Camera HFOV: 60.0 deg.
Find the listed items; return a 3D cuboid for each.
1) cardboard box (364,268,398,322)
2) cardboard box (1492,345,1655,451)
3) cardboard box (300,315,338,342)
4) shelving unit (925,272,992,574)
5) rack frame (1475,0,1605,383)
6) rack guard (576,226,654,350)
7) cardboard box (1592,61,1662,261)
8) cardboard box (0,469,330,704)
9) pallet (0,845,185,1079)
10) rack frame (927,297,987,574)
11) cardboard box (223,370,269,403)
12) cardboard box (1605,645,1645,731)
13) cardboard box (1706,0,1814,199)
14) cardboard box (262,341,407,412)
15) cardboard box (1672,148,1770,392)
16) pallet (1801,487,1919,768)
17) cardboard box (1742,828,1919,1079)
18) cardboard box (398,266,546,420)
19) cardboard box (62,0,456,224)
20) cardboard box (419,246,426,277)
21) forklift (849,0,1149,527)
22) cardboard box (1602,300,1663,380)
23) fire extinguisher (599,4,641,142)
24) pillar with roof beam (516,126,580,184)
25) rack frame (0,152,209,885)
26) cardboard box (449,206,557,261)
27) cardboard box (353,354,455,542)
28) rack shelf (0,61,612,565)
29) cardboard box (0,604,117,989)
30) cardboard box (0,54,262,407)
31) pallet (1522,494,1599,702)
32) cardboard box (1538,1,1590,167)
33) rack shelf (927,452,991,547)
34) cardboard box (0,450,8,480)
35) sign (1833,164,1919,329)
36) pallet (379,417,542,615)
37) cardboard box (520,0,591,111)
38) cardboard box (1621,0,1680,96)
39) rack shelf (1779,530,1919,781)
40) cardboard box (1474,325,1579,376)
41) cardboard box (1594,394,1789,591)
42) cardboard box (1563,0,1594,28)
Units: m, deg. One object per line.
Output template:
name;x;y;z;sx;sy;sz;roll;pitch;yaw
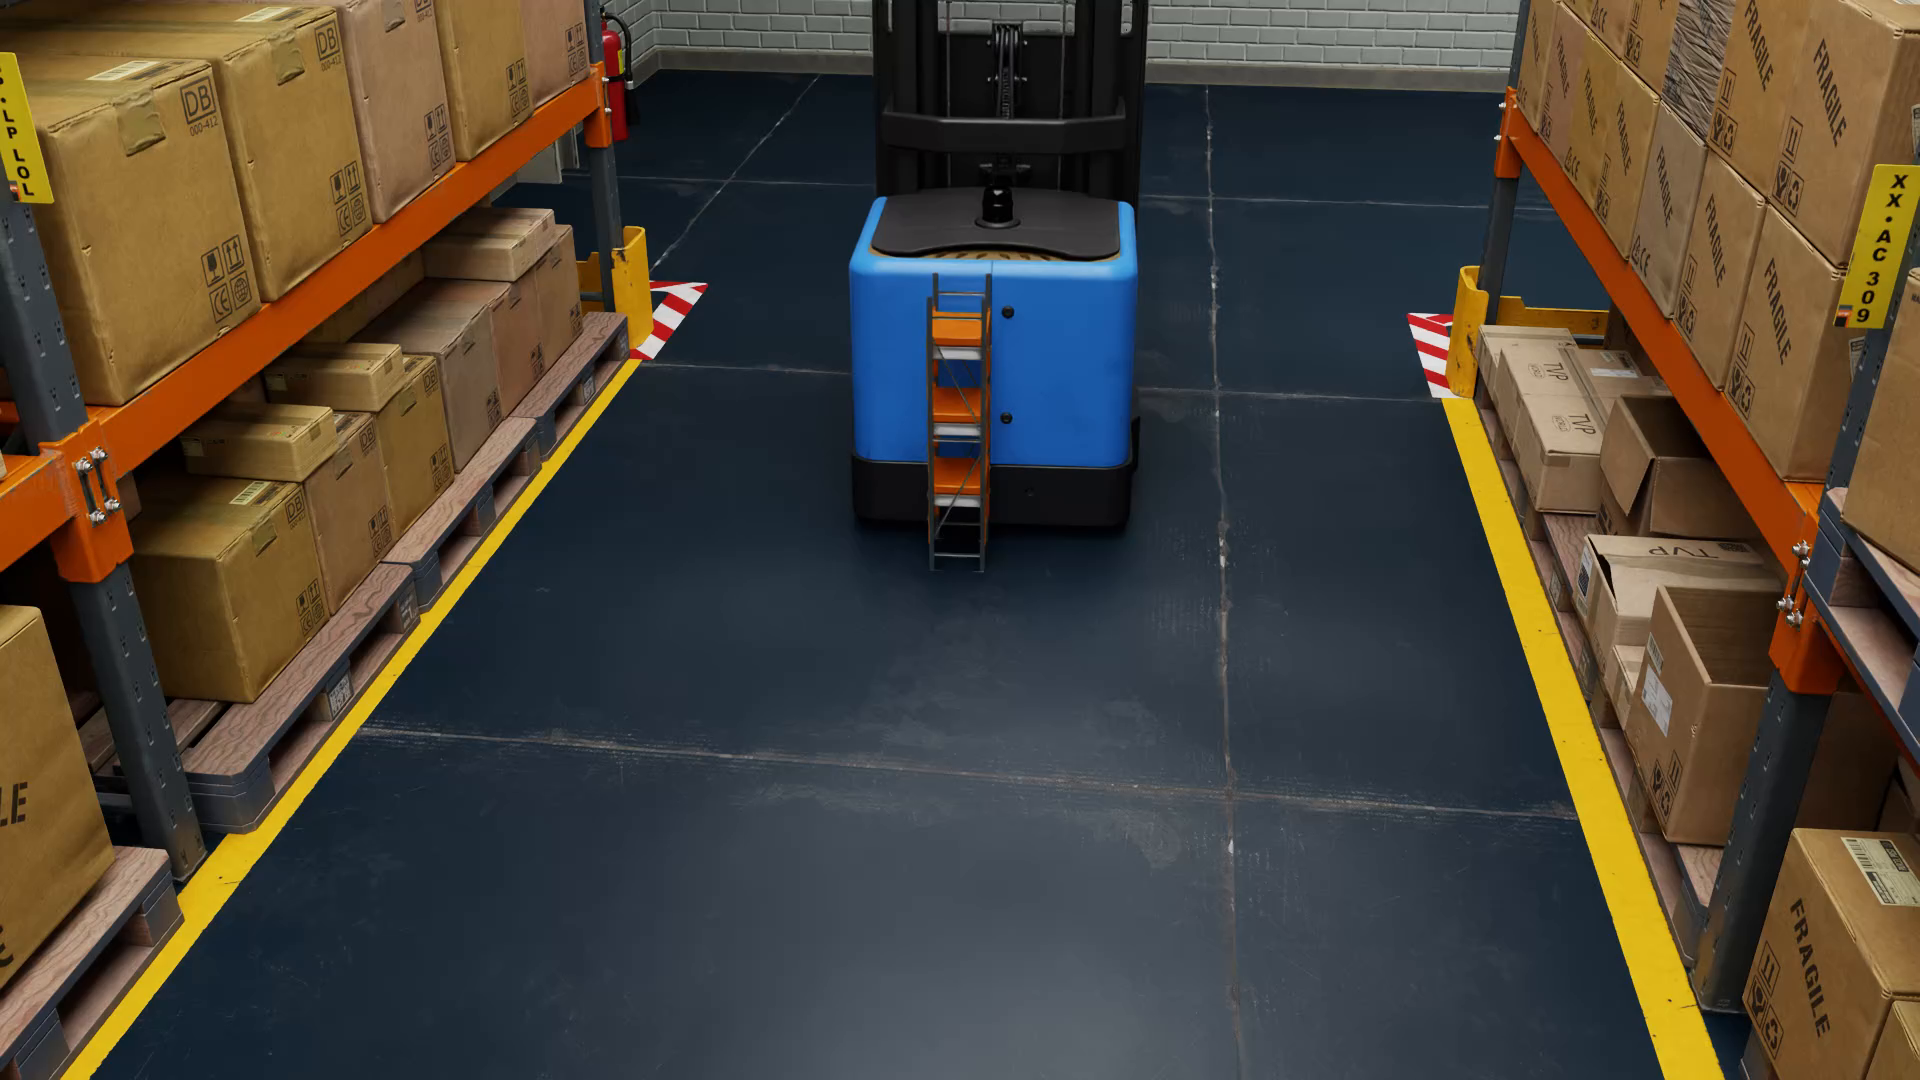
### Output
cardboard box;-2.394;-0.954;6.368;0.380;0.149;0.250;4;29;7
cardboard box;2.406;-0.548;6.539;0.500;0.250;0.500;3;28;6
cardboard box;-2.456;-0.714;5.922;0.380;0.149;0.250;3;28;5
shelving unit;-0.002;-0.402;5.889;0.215;1.050;0.252;2;28;4
rack frame;2.815;-2.039;6.873;1.000;3.000;0.127;3;28;6
rack guard;-2.099;-1.236;8.017;1.175;0.500;0.348;3;28;6
cardboard box;2.314;-1.175;5.163;0.500;0.500;0.500;4;29;7
cardboard box;-2.398;0.127;5.044;0.700;0.500;0.500;4;29;7
pallet;-2.611;1.153;3.888;1.003;0.211;1.213;3;28;6
rack frame;-0.011;-0.344;5.782;0.200;1.050;0.008;2;28;4
cardboard box;-2.519;-0.474;5.476;0.380;0.149;0.250;2;28;5
cardboard box;2.100;0.440;4.812;0.380;0.149;0.250;3;28;6
cardboard box;2.190;-1.135;4.034;0.500;0.500;0.500;3;28;5
cardboard box;-2.111;-0.555;5.626;0.380;0.149;0.250;3;28;5
cardboard box;2.194;-0.693;4.269;0.500;0.500;0.500;4;29;8
pallet;2.119;0.298;2.737;1.003;0.211;1.213;3;28;6
cardboard box;2.024;0.964;3.470;0.500;0.500;0.500;2;28;4
cardboard box;-2.149;-0.839;6.837;0.700;0.500;0.500;3;28;6
cardboard box;-2.335;-1.515;5.584;0.980;0.700;0.700;2;28;4
cardboard box;-2.332;-1.192;6.809;0.380;0.149;0.250;3;29;6
forklift;0.215;-2.006;6.884;1.130;2.935;3.031;2;28;4
cardboard box;2.993;-0.862;6.859;0.500;0.500;0.500;3;28;6
fire extinguisher;-1.625;-2.171;7.592;0.296;0.674;0.183;3;28;6
pillar with roof beam;1.643;-6.037;7.969;9.100;9.000;0.400;3;28;6
rack frame;-2.592;-0.442;3.909;1.000;3.000;0.127;3;28;6
cardboard box;-1.923;-1.289;6.989;0.380;0.149;0.250;3;28;6
cardboard box;-2.268;-0.351;5.931;0.700;0.500;0.500;4;29;7
rack shelf;-2.347;-1.067;5.827;1.077;0.370;4.000;3;28;6
cardboard box;-2.542;0.633;3.737;0.750;0.750;0.750;4;29;7
cardboard box;-2.509;-0.829;4.310;0.980;0.700;0.700;4;29;7
pallet;2.557;0.172;5.708;1.003;0.211;1.213;3;28;6
cardboard box;2.441;-1.647;6.038;0.500;0.500;0.500;3;28;6
rack shelf;-0.002;-0.148;6.026;0.215;0.259;0.240;2;28;4
cardboard box;-2.352;-0.165;3.638;0.380;0.149;0.250;4;29;7
sign;1.786;-0.565;3.224;0.100;0.325;0.005;3;28;6
pallet;-2.274;-0.144;6.295;1.003;0.211;1.213;3;28;6
cardboard box;-2.154;-2.217;6.886;0.980;0.700;0.700;5;29;9
cardboard box;2.315;-1.609;4.914;0.500;0.500;0.500;3;28;6
rack shelf;2.080;1.102;1.801;1.077;0.370;4.000;3;28;6
cardboard box;2.423;-0.801;7.116;0.380;0.149;0.250;3;28;6
cardboard box;2.550;-0.136;5.507;0.797;0.503;0.637;3;28;6
cardboard box;2.443;-2.083;5.795;0.500;0.500;0.500;4;29;7
